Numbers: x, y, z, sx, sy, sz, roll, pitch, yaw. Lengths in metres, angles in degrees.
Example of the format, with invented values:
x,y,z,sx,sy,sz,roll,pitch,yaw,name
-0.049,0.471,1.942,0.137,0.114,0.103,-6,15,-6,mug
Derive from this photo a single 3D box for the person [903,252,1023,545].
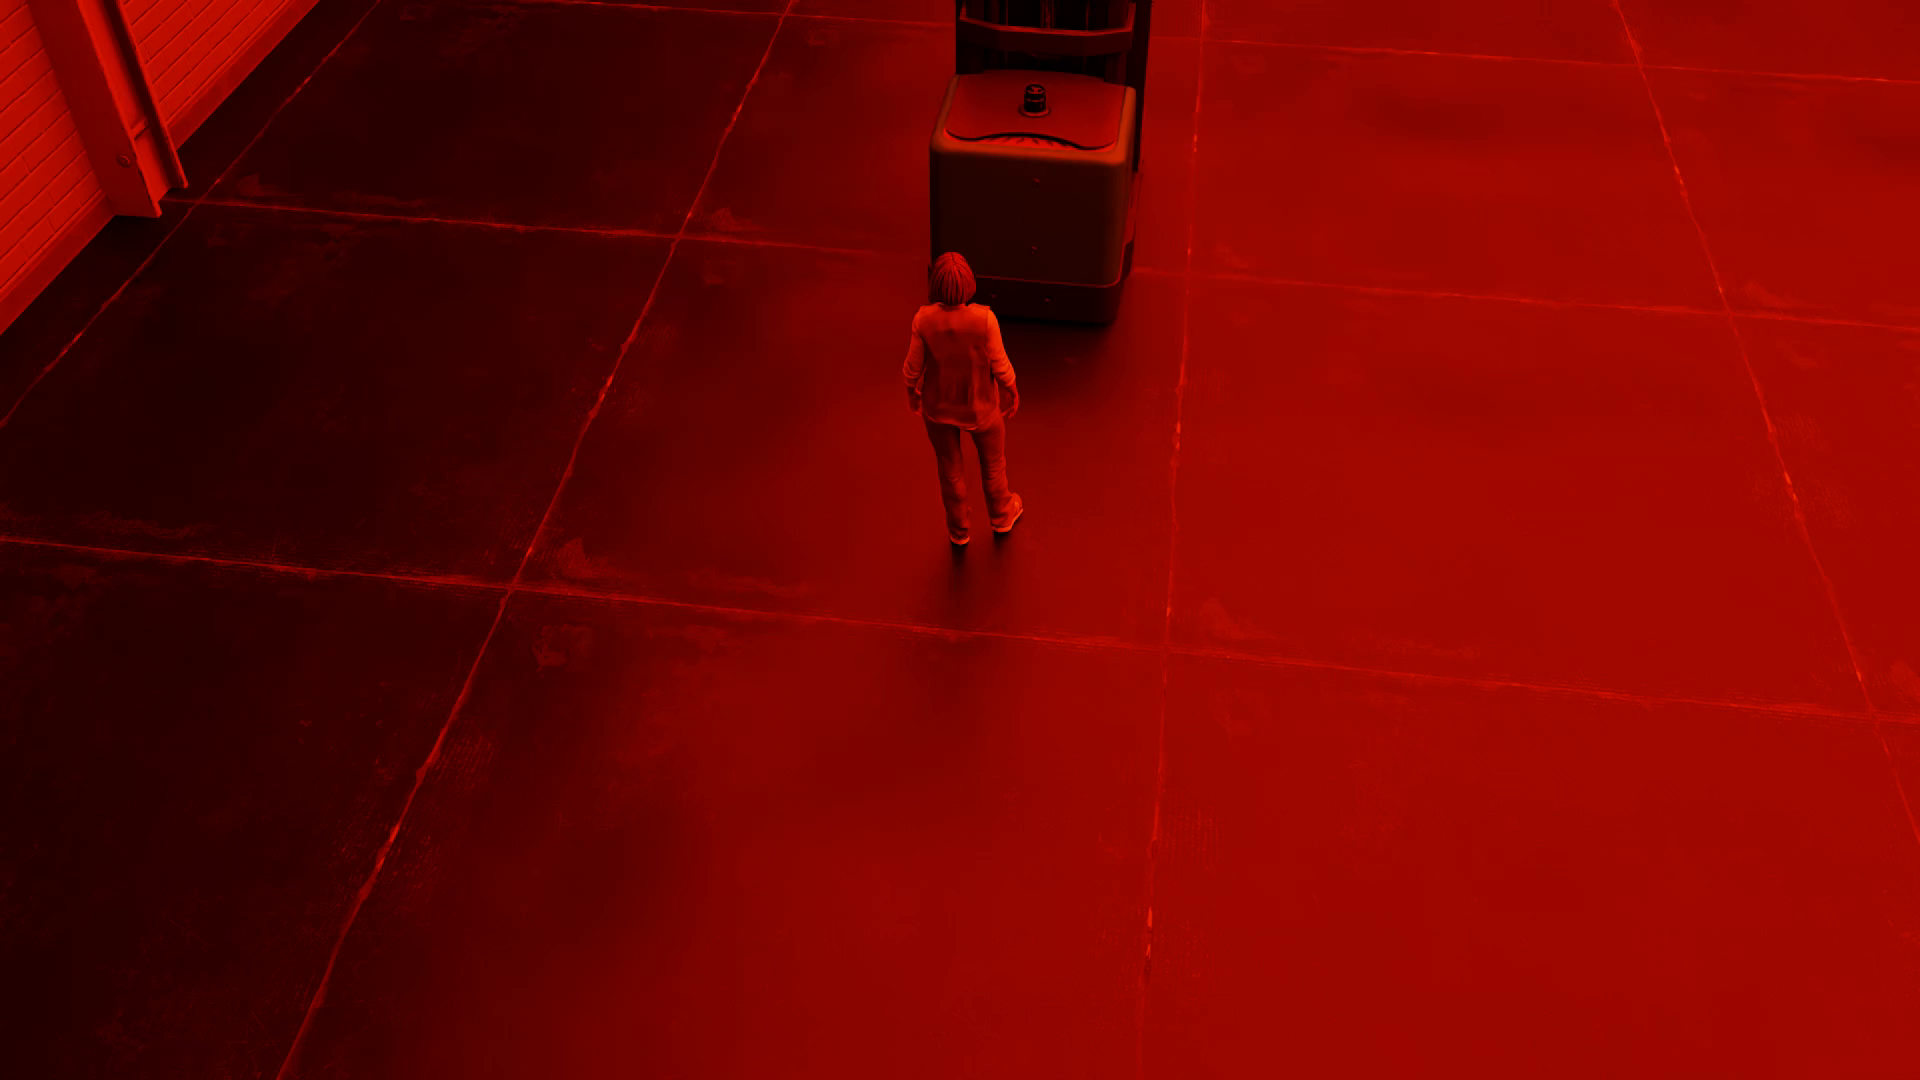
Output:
x,y,z,sx,sy,sz,roll,pitch,yaw,name
0.024,-0.642,7.399,0.520,1.599,0.473,5,43,6,person

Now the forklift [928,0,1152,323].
x,y,z,sx,sy,sz,roll,pitch,yaw,name
0.555,-3.262,9.276,1.130,2.935,3.031,6,43,6,forklift
